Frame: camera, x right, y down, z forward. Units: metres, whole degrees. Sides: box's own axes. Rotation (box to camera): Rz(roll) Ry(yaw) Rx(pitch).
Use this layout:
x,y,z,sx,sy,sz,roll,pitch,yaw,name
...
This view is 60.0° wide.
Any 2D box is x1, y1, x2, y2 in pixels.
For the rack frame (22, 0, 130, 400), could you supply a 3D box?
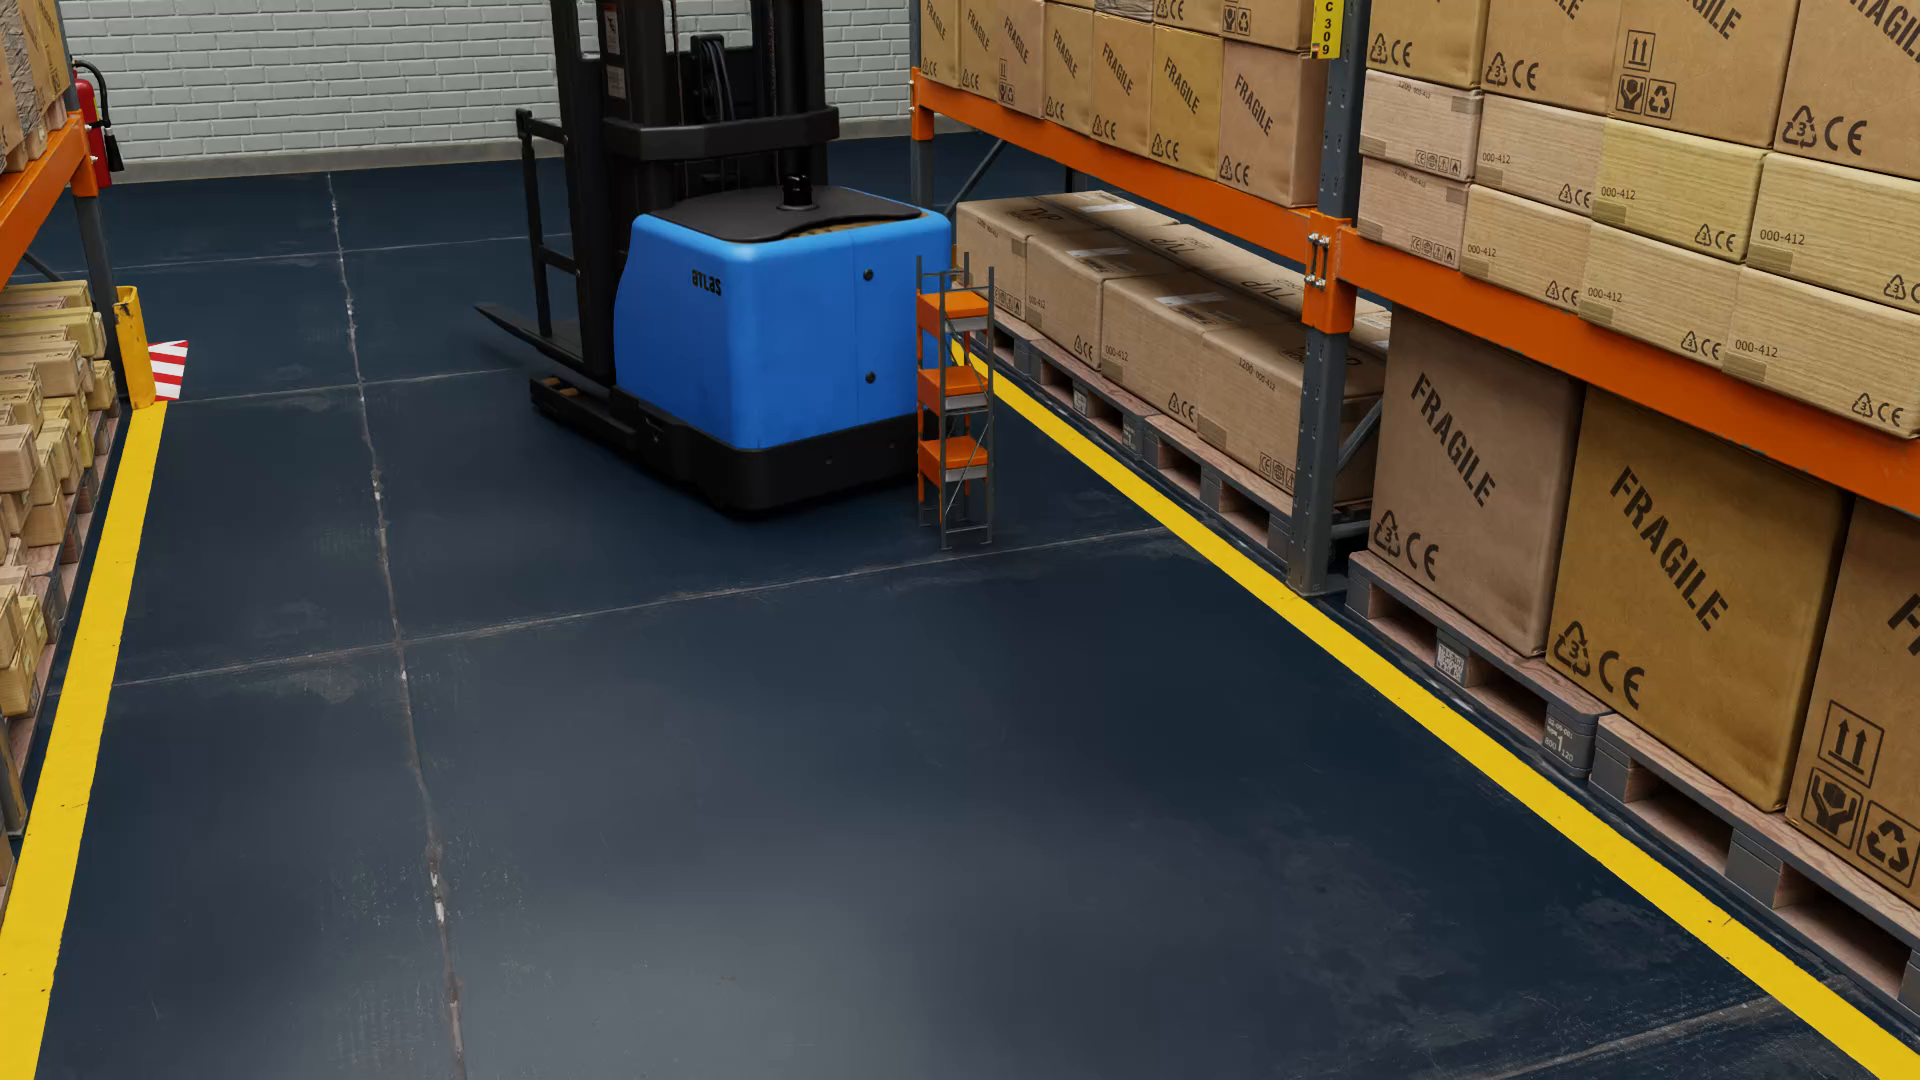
x,y,z,sx,sy,sz,roll,pitch,yaw,name
-4.373,-2.003,7.140,1.000,3.000,0.127,-8,24,-19,rack frame

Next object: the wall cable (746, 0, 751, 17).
x,y,z,sx,sy,sz,roll,pitch,yaw,name
-1.792,-5.247,13.489,0.585,1.953,0.123,-8,24,-19,wall cable

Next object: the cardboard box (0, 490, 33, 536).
x,y,z,sx,sy,sz,roll,pitch,yaw,name
-3.250,-0.107,5.389,0.380,0.149,0.250,-7,24,-17,cardboard box

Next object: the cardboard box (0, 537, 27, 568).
x,y,z,sx,sy,sz,roll,pitch,yaw,name
-3.155,0.129,5.212,0.380,0.149,0.250,-9,24,-20,cardboard box

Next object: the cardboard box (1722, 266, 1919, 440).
x,y,z,sx,sy,sz,roll,pitch,yaw,name
2.062,-0.441,3.628,0.500,0.250,0.500,-9,24,-20,cardboard box

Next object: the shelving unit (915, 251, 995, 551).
x,y,z,sx,sy,sz,roll,pitch,yaw,name
-0.019,-0.503,6.092,0.215,1.050,0.252,-8,24,-19,shelving unit

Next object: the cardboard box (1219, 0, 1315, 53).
x,y,z,sx,sy,sz,roll,pitch,yaw,name
1.210,-1.906,5.494,0.500,0.500,0.500,-9,24,-19,cardboard box

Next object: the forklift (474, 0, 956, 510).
x,y,z,sx,sy,sz,roll,pitch,yaw,name
-1.312,-1.971,7.153,1.130,2.935,3.031,-17,28,-34,forklift

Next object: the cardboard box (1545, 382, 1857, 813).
x,y,z,sx,sy,sz,roll,pitch,yaw,name
2.255,0.062,4.437,0.875,0.875,0.875,-8,24,-17,cardboard box

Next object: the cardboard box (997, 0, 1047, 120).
x,y,z,sx,sy,sz,roll,pitch,yaw,name
0.490,-2.184,7.441,0.500,0.500,0.500,-8,24,-19,cardboard box

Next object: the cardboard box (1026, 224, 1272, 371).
x,y,z,sx,sy,sz,roll,pitch,yaw,name
0.880,-1.174,7.932,0.875,0.438,0.875,-8,24,-18,cardboard box

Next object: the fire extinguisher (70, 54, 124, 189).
x,y,z,sx,sy,sz,roll,pitch,yaw,name
-4.031,-1.950,7.595,0.296,0.674,0.183,-8,24,-19,fire extinguisher

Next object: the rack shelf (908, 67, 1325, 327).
x,y,z,sx,sy,sz,roll,pitch,yaw,name
0.928,-1.661,7.254,1.077,0.370,4.000,-8,24,-19,rack shelf

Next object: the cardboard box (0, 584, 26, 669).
x,y,z,sx,sy,sz,roll,pitch,yaw,name
-2.789,0.258,4.523,0.380,0.149,0.250,-7,24,-17,cardboard box

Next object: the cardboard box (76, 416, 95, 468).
x,y,z,sx,sy,sz,roll,pitch,yaw,name
-3.546,-0.361,6.374,0.380,0.149,0.250,-9,25,-21,cardboard box

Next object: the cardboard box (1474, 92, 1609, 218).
x,y,z,sx,sy,sz,roll,pitch,yaw,name
1.737,-1.043,4.411,0.500,0.250,0.500,-8,24,-18,cardboard box

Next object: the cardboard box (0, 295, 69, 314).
x,y,z,sx,sy,sz,roll,pitch,yaw,name
-3.914,-0.900,6.888,0.380,0.149,0.250,-8,24,-18,cardboard box

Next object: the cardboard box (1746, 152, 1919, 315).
x,y,z,sx,sy,sz,roll,pitch,yaw,name
2.071,-0.672,3.532,0.500,0.250,0.500,-9,25,-21,cardboard box

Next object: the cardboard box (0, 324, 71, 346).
x,y,z,sx,sy,sz,roll,pitch,yaw,name
-3.672,-0.721,6.462,0.380,0.149,0.250,-9,25,-21,cardboard box

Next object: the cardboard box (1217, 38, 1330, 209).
x,y,z,sx,sy,sz,roll,pitch,yaw,name
1.232,-1.445,5.688,0.500,0.500,0.500,-8,24,-19,cardboard box

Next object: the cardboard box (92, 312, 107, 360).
x,y,z,sx,sy,sz,roll,pitch,yaw,name
-3.920,-0.867,7.193,0.380,0.149,0.250,-9,24,-20,cardboard box

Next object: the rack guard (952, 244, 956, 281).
x,y,z,sx,sy,sz,roll,pitch,yaw,name
0.213,-1.576,9.345,1.175,0.500,0.348,-8,24,-19,rack guard

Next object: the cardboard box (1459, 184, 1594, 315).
x,y,z,sx,sy,sz,roll,pitch,yaw,name
1.727,-0.812,4.509,0.500,0.250,0.500,-9,24,-20,cardboard box

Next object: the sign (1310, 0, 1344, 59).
x,y,z,sx,sy,sz,roll,pitch,yaw,name
1.116,-1.624,5.025,0.100,0.325,0.005,-8,24,-19,sign

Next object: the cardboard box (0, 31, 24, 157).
x,y,z,sx,sy,sz,roll,pitch,yaw,name
-3.442,-1.505,5.447,0.500,0.500,0.500,-7,24,-16,cardboard box

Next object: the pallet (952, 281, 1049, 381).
x,y,z,sx,sy,sz,roll,pitch,yaw,name
0.577,-1.154,8.717,1.003,0.211,1.213,-8,24,-19,pallet

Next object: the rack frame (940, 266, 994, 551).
x,y,z,sx,sy,sz,roll,pitch,yaw,name
0.024,-0.459,5.987,0.200,1.050,0.008,-8,24,-19,rack frame

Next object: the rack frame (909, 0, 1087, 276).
x,y,z,sx,sy,sz,roll,pitch,yaw,name
0.222,-2.719,8.839,1.000,3.000,0.127,-8,24,-19,rack frame

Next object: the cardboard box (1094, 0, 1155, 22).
x,y,z,sx,sy,sz,roll,pitch,yaw,name
0.850,-2.275,6.370,0.500,0.500,0.500,-8,24,-18,cardboard box

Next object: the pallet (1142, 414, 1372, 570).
x,y,z,sx,sy,sz,roll,pitch,yaw,name
1.439,-0.268,6.613,1.003,0.211,1.213,-8,24,-19,pallet

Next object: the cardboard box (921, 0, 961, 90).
x,y,z,sx,sy,sz,roll,pitch,yaw,name
0.123,-2.551,8.312,0.500,0.500,0.500,-9,24,-19,cardboard box

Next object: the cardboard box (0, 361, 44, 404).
x,y,z,sx,sy,sz,roll,pitch,yaw,name
-3.535,-0.520,5.985,0.380,0.149,0.250,-9,25,-21,cardboard box

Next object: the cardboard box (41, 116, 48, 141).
x,y,z,sx,sy,sz,roll,pitch,yaw,name
-3.838,-1.623,6.562,0.380,0.149,0.250,-9,24,-20,cardboard box

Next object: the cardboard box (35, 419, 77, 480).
x,y,z,sx,sy,sz,roll,pitch,yaw,name
-3.343,-0.300,5.847,0.380,0.149,0.250,-8,24,-18,cardboard box

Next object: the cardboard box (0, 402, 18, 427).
x,y,z,sx,sy,sz,roll,pitch,yaw,name
-3.366,-0.333,5.543,0.380,0.149,0.250,-9,25,-21,cardboard box

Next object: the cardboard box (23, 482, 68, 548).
x,y,z,sx,sy,sz,roll,pitch,yaw,name
-3.285,-0.072,5.688,0.380,0.149,0.250,-9,24,-20,cardboard box

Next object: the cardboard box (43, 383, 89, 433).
x,y,z,sx,sy,sz,roll,pitch,yaw,name
-3.540,-0.492,6.303,0.380,0.149,0.250,-8,24,-18,cardboard box

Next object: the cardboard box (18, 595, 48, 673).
x,y,z,sx,sy,sz,roll,pitch,yaw,name
-2.882,0.298,4.812,0.380,0.149,0.250,-8,24,-17,cardboard box

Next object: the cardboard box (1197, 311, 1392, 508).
x,y,z,sx,sy,sz,roll,pitch,yaw,name
1.513,-0.521,6.383,0.875,0.438,0.875,-9,24,-20,cardboard box

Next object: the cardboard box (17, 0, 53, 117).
x,y,z,sx,sy,sz,roll,pitch,yaw,name
-3.797,-1.870,6.314,0.500,0.500,0.500,-9,24,-20,cardboard box

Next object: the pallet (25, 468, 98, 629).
x,y,z,sx,sy,sz,roll,pitch,yaw,name
-3.666,0.052,5.854,1.003,0.211,1.213,-8,24,-19,pallet

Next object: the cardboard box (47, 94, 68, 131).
x,y,z,sx,sy,sz,roll,pitch,yaw,name
-3.994,-1.808,7.000,0.380,0.149,0.250,-8,24,-19,cardboard box

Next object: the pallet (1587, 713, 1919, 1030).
x,y,z,sx,sy,sz,roll,pitch,yaw,name
2.413,0.734,4.238,1.003,0.211,1.213,-8,24,-19,pallet

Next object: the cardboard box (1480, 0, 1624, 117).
x,y,z,sx,sy,sz,roll,pitch,yaw,name
1.727,-1.392,4.274,0.500,0.500,0.500,-8,24,-19,cardboard box

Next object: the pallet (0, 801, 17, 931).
x,y,z,sx,sy,sz,roll,pitch,yaw,name
-2.684,1.018,3.563,1.003,0.211,1.213,-8,24,-19,pallet

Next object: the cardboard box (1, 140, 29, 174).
x,y,z,sx,sy,sz,roll,pitch,yaw,name
-3.661,-1.434,6.113,0.380,0.149,0.250,-9,25,-21,cardboard box

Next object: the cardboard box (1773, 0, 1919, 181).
x,y,z,sx,sy,sz,roll,pitch,yaw,name
2.090,-1.022,3.398,0.500,0.500,0.500,-9,24,-20,cardboard box

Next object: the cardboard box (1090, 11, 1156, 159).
x,y,z,sx,sy,sz,roll,pitch,yaw,name
0.854,-1.812,6.558,0.500,0.500,0.500,-9,24,-20,cardboard box

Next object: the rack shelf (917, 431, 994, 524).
x,y,z,sx,sy,sz,roll,pitch,yaw,name
-0.019,-0.237,6.204,0.215,0.259,0.240,-8,24,-19,rack shelf
